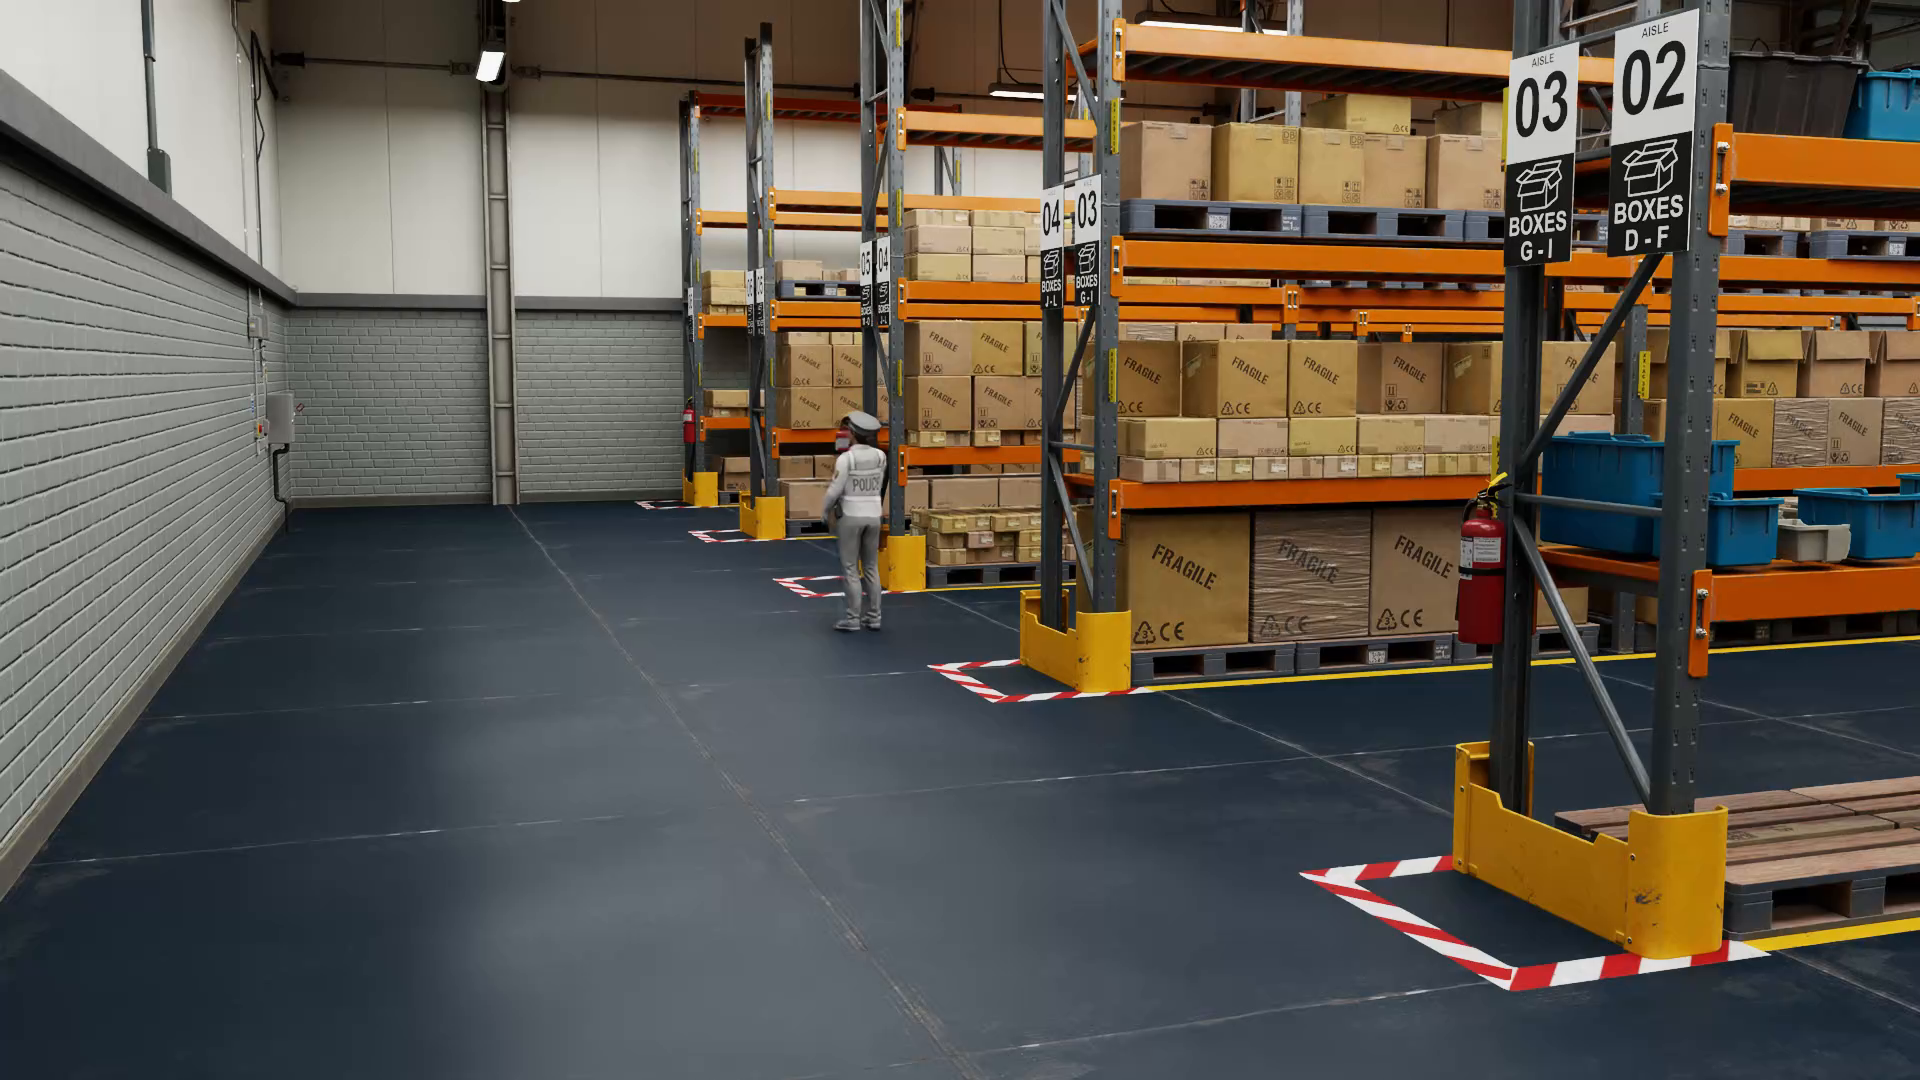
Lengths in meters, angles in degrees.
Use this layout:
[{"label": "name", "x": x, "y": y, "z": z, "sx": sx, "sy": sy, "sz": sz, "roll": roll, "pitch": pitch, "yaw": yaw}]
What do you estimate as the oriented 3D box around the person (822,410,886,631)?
[{"label": "person", "x": -0.805, "y": -0.150, "z": 12.837, "sx": 0.520, "sy": 1.701, "sz": 0.535, "roll": -5, "pitch": 8, "yaw": -39}]
